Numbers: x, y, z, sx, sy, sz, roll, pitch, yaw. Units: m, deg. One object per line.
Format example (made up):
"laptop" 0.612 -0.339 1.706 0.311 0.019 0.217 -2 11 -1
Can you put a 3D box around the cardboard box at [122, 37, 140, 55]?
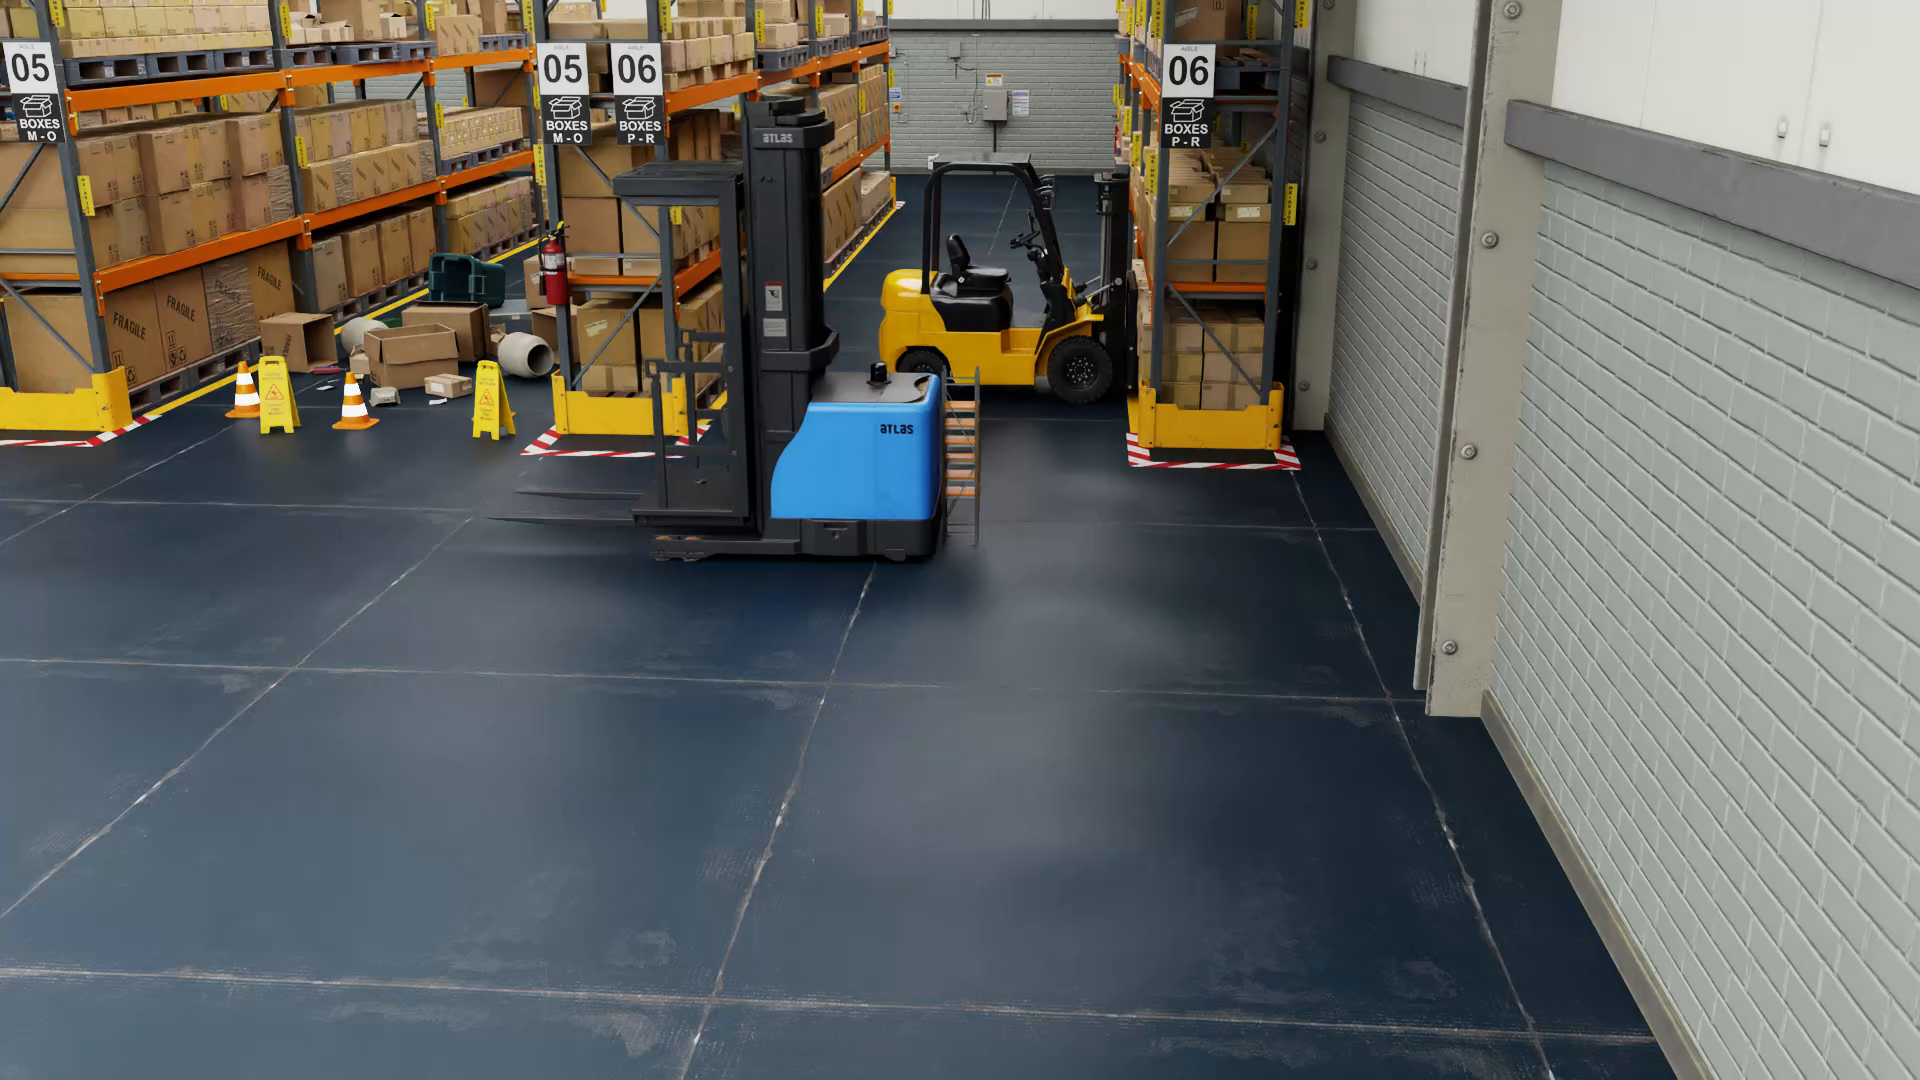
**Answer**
"cardboard box" -7.422 -4.316 14.530 0.380 0.149 0.250 1 18 4

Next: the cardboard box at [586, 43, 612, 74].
"cardboard box" -3.107 -4.010 13.788 0.500 0.250 0.500 1 18 3

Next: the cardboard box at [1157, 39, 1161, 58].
"cardboard box" 1.832 -4.057 13.737 0.380 0.149 0.250 1 18 2

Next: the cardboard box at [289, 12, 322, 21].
"cardboard box" -7.590 -6.008 19.432 0.500 0.311 0.500 1 18 3

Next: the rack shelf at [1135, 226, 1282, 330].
"rack shelf" 2.219 -2.519 15.448 1.077 0.370 4.000 1 18 4

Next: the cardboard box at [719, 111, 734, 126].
"cardboard box" -2.748 -4.737 18.707 0.380 0.149 0.250 1 18 2

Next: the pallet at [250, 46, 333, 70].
"pallet" -7.516 -5.291 18.243 0.805 0.209 1.217 1 18 2

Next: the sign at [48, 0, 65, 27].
"sign" -7.267 -4.292 13.357 0.100 0.325 0.005 1 18 4

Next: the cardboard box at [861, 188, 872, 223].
"cardboard box" -1.863 -5.251 26.070 0.875 0.438 0.875 1 18 3

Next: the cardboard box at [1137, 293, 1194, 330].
"cardboard box" 1.855 -2.073 15.068 0.500 0.250 0.500 2 18 5

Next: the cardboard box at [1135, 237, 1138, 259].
"cardboard box" 2.504 -3.190 19.479 0.875 0.625 0.625 1 18 2

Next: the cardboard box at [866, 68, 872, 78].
"cardboard box" -1.605 -7.472 26.601 0.380 0.149 0.250 1 18 4

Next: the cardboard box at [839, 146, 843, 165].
"cardboard box" -1.921 -5.385 23.280 0.500 0.250 0.500 1 18 4

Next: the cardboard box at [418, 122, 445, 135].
"cardboard box" -7.020 -5.416 21.909 0.380 0.149 0.250 1 18 4

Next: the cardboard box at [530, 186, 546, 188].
"cardboard box" -6.680 -5.549 26.489 0.380 0.149 0.250 1 18 3

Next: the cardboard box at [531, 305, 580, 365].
"cardboard box" -4.022 -2.102 17.032 0.500 0.500 0.500 17 25 41

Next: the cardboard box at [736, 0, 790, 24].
"cardboard box" -2.121 -5.710 17.979 0.500 0.250 0.500 1 18 3

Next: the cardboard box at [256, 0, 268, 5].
"cardboard box" -7.241 -5.482 16.806 0.380 0.149 0.250 1 18 3

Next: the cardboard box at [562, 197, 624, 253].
"cardboard box" -3.111 -2.713 14.246 0.500 0.500 0.500 1 18 3

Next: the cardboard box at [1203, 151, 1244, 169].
"cardboard box" 2.576 -3.713 16.259 0.380 0.149 0.250 1 18 3

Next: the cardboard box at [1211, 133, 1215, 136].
"cardboard box" 2.921 -4.891 20.329 0.380 0.149 0.250 2 18 5

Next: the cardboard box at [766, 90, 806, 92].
"cardboard box" -2.411 -5.993 23.131 0.500 0.500 0.500 1 18 3

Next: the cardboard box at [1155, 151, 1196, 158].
"cardboard box" 2.106 -3.724 16.291 0.380 0.149 0.250 1 18 3

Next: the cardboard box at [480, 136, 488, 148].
"cardboard box" -6.900 -5.620 23.487 0.380 0.149 0.250 1 18 2

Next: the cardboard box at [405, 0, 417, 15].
"cardboard box" -7.405 -7.281 22.619 0.396 0.266 0.258 1 18 4

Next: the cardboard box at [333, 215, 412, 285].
"cardboard box" -7.439 -3.585 20.484 1.050 0.750 0.750 2 18 5

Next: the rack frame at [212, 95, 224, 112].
"rack frame" -11.899 -6.297 25.824 1.000 3.000 0.127 1 18 4

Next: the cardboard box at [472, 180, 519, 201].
"cardboard box" -6.811 -5.127 24.388 0.500 0.250 0.500 2 18 7

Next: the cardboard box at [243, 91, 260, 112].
"cardboard box" -11.567 -7.020 26.587 0.500 0.500 0.500 1 18 4

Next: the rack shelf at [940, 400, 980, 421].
"rack shelf" 0.002 -0.866 11.124 0.258 0.103 0.180 1 18 2

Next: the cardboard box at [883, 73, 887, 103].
"cardboard box" -1.525 -7.686 28.296 0.500 0.500 0.500 2 18 6

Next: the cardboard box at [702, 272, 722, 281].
"cardboard box" -2.433 -2.334 16.267 0.500 0.500 0.500 2 18 7

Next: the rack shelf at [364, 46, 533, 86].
"rack shelf" -7.103 -6.618 23.140 1.077 0.370 4.000 1 18 4

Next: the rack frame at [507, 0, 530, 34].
"rack frame" -6.959 -9.006 24.456 1.000 3.000 0.127 1 18 4

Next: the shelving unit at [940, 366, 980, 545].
"shelving unit" 0.003 -0.566 11.222 0.258 1.200 0.189 1 18 2

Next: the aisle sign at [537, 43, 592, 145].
"aisle sign" -3.169 -3.572 13.331 0.394 0.787 0.004 1 18 4

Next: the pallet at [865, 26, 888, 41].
"pallet" -1.771 -8.471 27.783 1.003 0.211 1.213 1 18 4

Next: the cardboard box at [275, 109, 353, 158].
"cardboard box" -7.432 -4.664 19.074 0.700 0.500 0.500 1 18 4

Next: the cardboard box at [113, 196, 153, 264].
"cardboard box" -7.821 -2.787 14.871 0.875 0.550 0.550 1 18 4

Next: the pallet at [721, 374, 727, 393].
"pallet" -2.686 -1.677 16.202 1.003 0.211 1.213 1 18 4

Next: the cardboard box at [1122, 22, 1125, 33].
"cardboard box" 2.420 -7.040 22.841 0.380 0.149 0.250 2 18 5

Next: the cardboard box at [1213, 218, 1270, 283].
"cardboard box" 2.389 -2.435 13.875 0.500 0.500 0.500 2 18 6

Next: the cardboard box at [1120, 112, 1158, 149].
"cardboard box" 2.585 -5.664 23.055 0.700 0.500 0.500 1 18 4

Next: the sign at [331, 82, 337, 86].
"sign" -11.072 -8.186 29.348 0.100 0.325 0.005 1 18 4

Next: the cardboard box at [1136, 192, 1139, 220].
"cardboard box" 2.138 -3.573 17.750 0.500 0.250 0.500 2 18 5

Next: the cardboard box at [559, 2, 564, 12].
"cardboard box" -6.549 -8.510 26.557 0.380 0.149 0.250 1 18 2

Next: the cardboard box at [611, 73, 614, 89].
"cardboard box" -3.090 -3.932 14.192 0.380 0.149 0.250 2 18 6

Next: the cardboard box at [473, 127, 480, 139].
"cardboard box" -6.920 -5.680 23.192 0.380 0.149 0.250 1 18 3

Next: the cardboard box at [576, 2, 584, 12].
"cardboard box" -6.447 -8.830 27.535 0.380 0.149 0.250 2 18 5

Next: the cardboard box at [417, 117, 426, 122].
"cardboard box" -7.591 -5.755 22.944 0.380 0.149 0.250 1 18 4

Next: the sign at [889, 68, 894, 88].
"sign" -1.188 -7.965 28.673 0.100 0.325 0.005 1 18 4

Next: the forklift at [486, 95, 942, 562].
"forklift" -1.655 -1.411 11.021 3.031 2.935 1.130 1 18 3

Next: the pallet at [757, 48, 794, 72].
"pallet" -2.438 -5.117 17.706 1.213 0.211 1.003 1 18 4

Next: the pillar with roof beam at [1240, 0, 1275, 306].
"pillar with roof beam" -0.839 -7.246 19.085 9.100 9.000 0.400 1 18 4
